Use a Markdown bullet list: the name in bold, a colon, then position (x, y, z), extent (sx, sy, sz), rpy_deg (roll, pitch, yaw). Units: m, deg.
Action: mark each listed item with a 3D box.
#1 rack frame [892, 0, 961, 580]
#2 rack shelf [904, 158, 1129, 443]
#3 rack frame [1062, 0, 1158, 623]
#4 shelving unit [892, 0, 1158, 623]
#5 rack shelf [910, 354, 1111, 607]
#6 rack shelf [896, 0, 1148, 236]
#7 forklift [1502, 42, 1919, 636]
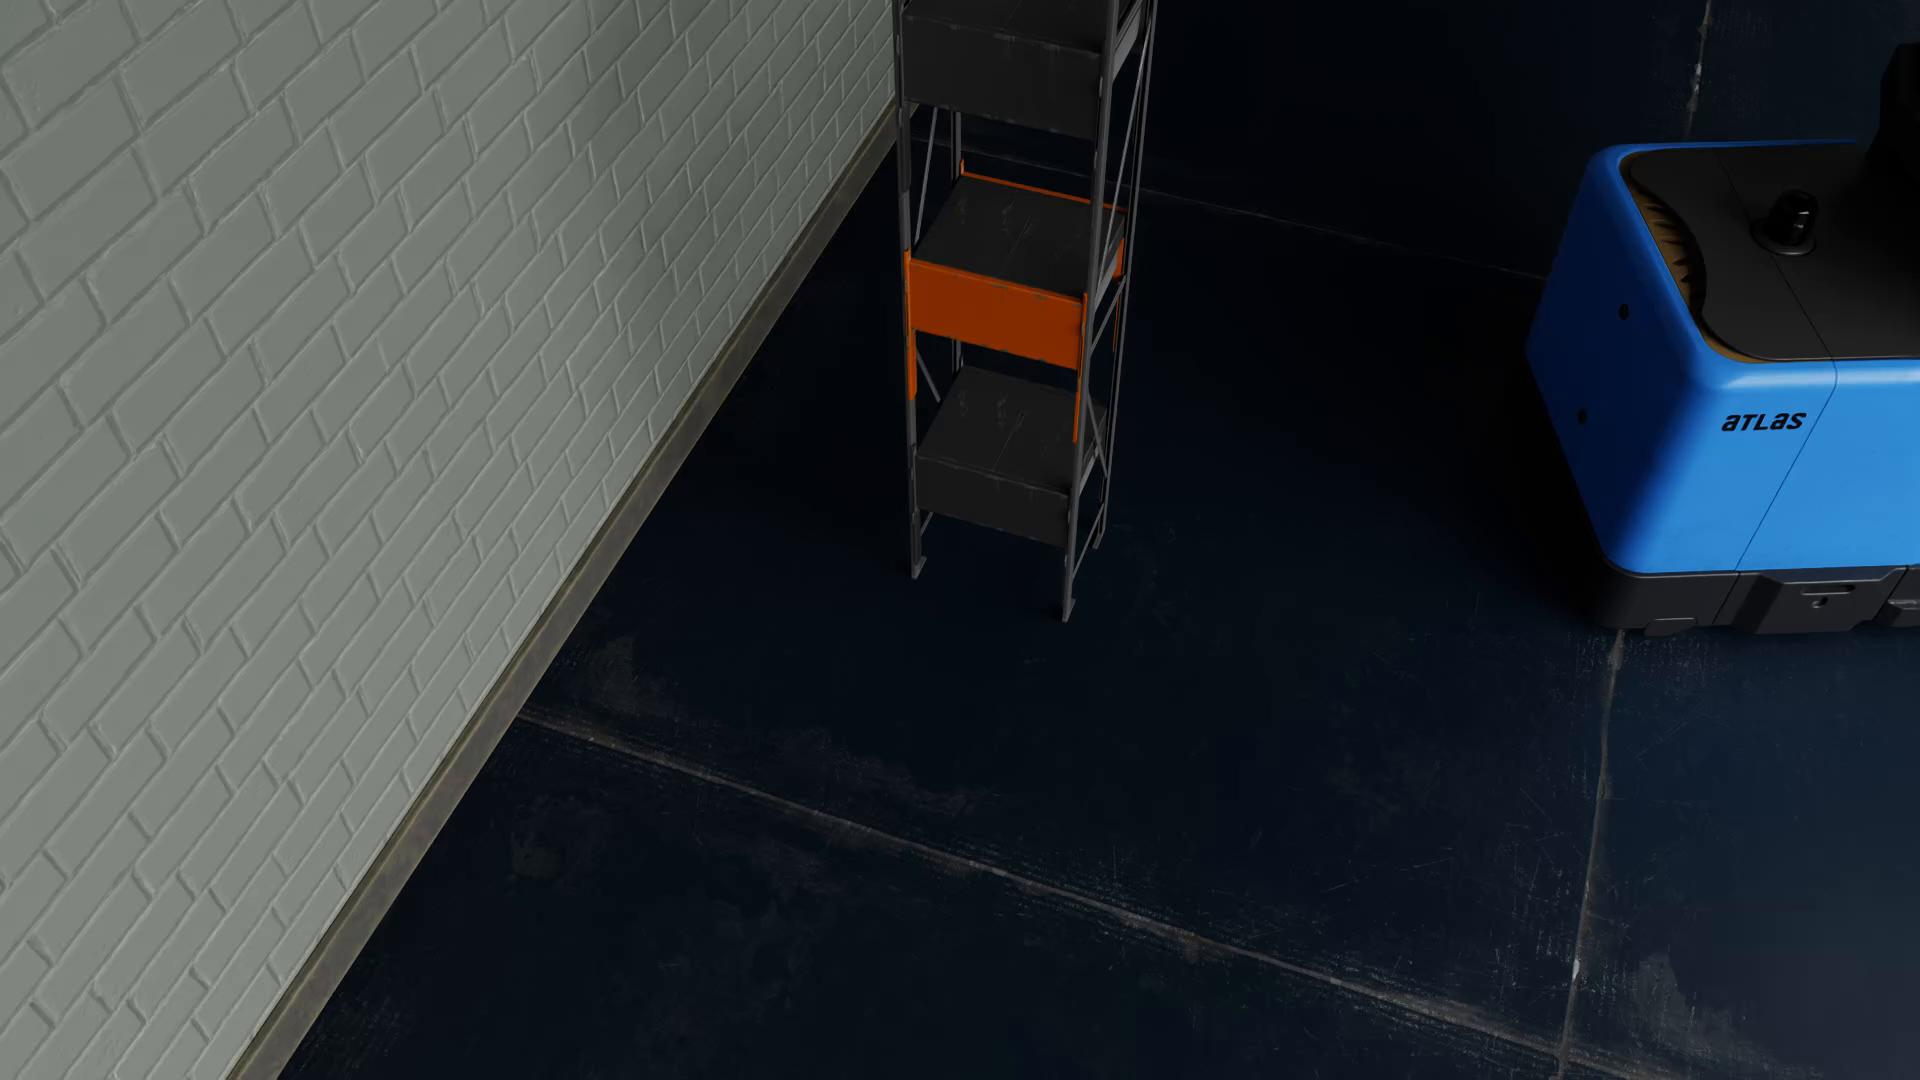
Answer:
- **rack frame**: position (-0.074, -0.708, 4.474), extent (0.015, 2.100, 0.400), rpy_deg (16, 51, 13)
- **rack shelf**: position (0.155, -0.635, 4.429), extent (0.480, 0.518, 0.431), rpy_deg (16, 51, 13)
- **rack frame**: position (0.384, -0.580, 4.364), extent (0.015, 2.100, 0.400), rpy_deg (16, 51, 13)
- **shelving unit**: position (0.155, -0.644, 4.419), extent (0.503, 2.100, 0.431), rpy_deg (16, 51, 13)
- **rack shelf**: position (0.155, -0.177, 4.958), extent (0.480, 0.518, 0.431), rpy_deg (16, 51, 13)
- **rack shelf**: position (0.155, -1.094, 3.900), extent (0.480, 0.518, 0.431), rpy_deg (16, 51, 13)
- **forklift**: position (3.339, -1.091, 4.256), extent (3.031, 2.935, 1.130), rpy_deg (-2, 49, -2)
